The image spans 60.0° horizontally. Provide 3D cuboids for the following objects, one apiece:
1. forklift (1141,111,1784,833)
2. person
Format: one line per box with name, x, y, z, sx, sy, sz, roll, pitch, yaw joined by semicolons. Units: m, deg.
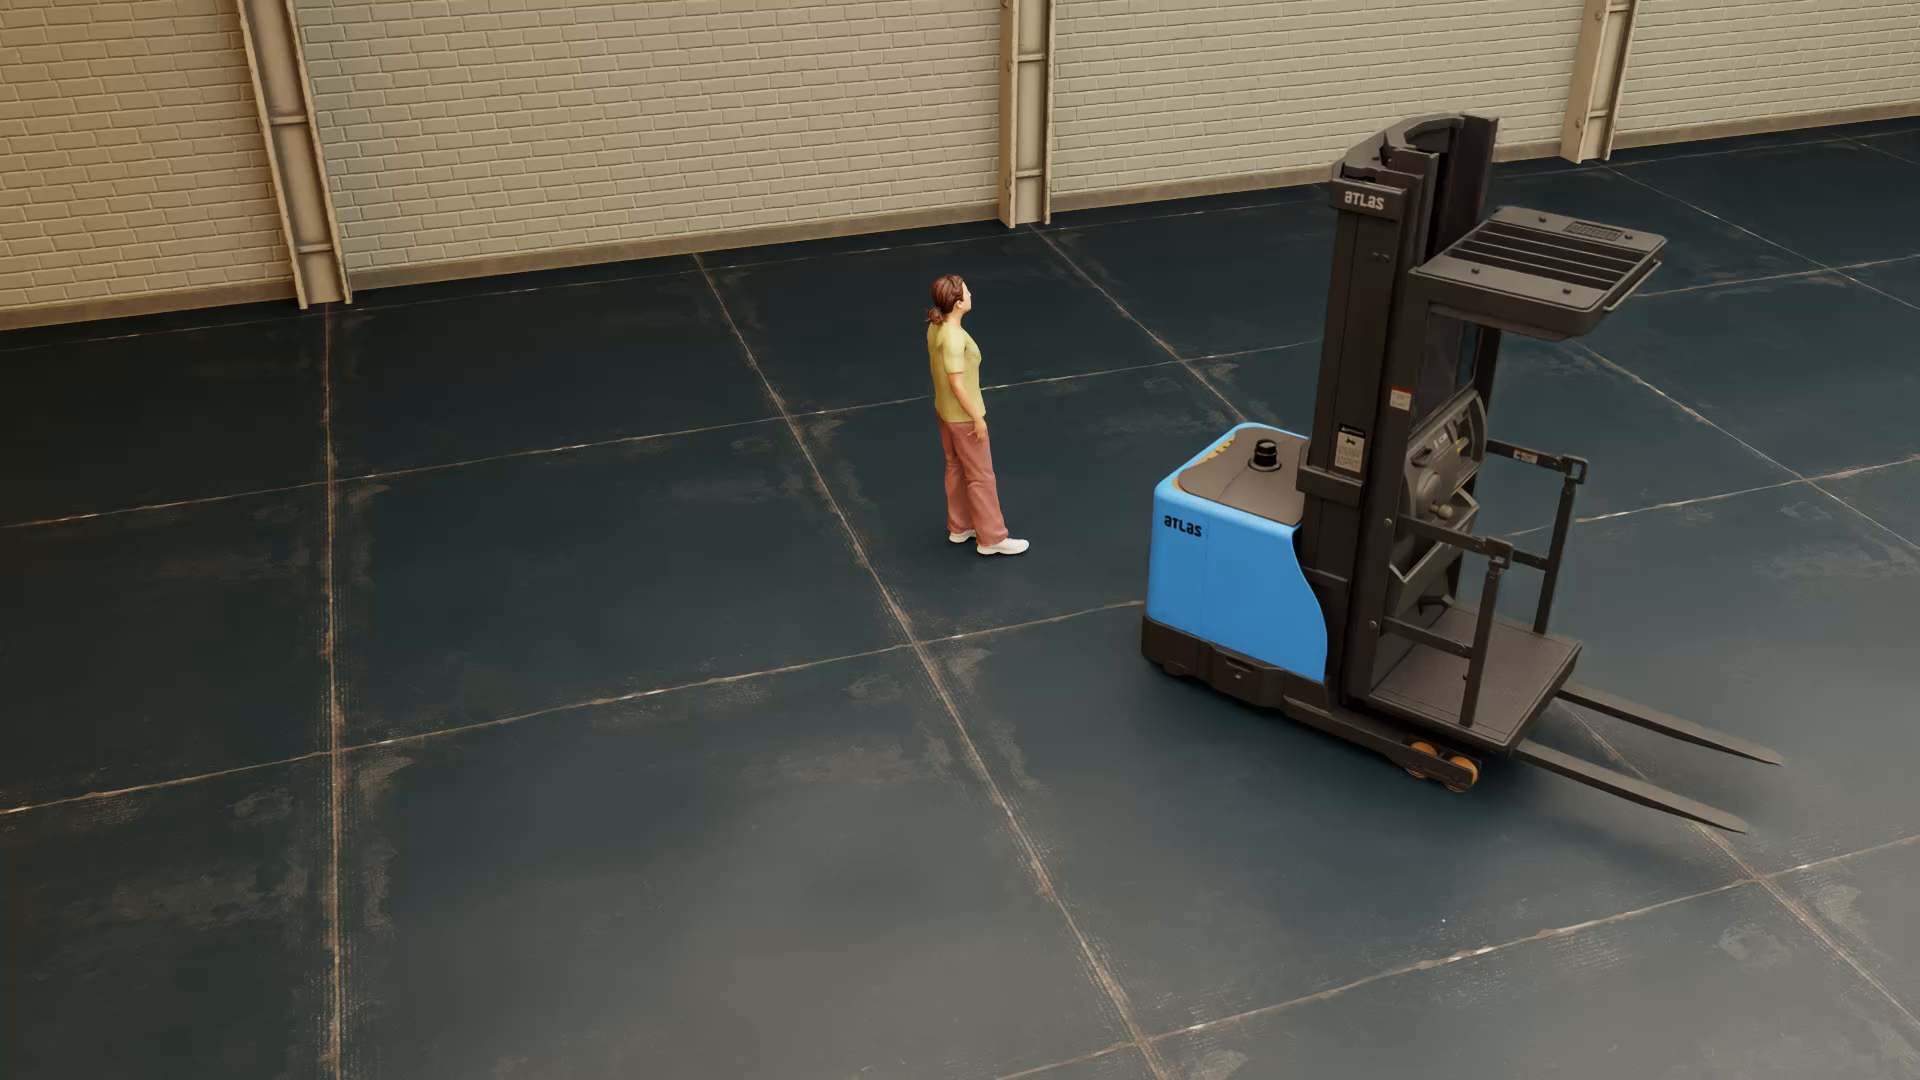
forklift;2.451;-0.368;7.726;3.031;2.935;1.130;20;36;31
person;0.074;-0.739;9.616;0.548;1.673;0.554;-10;31;-16
